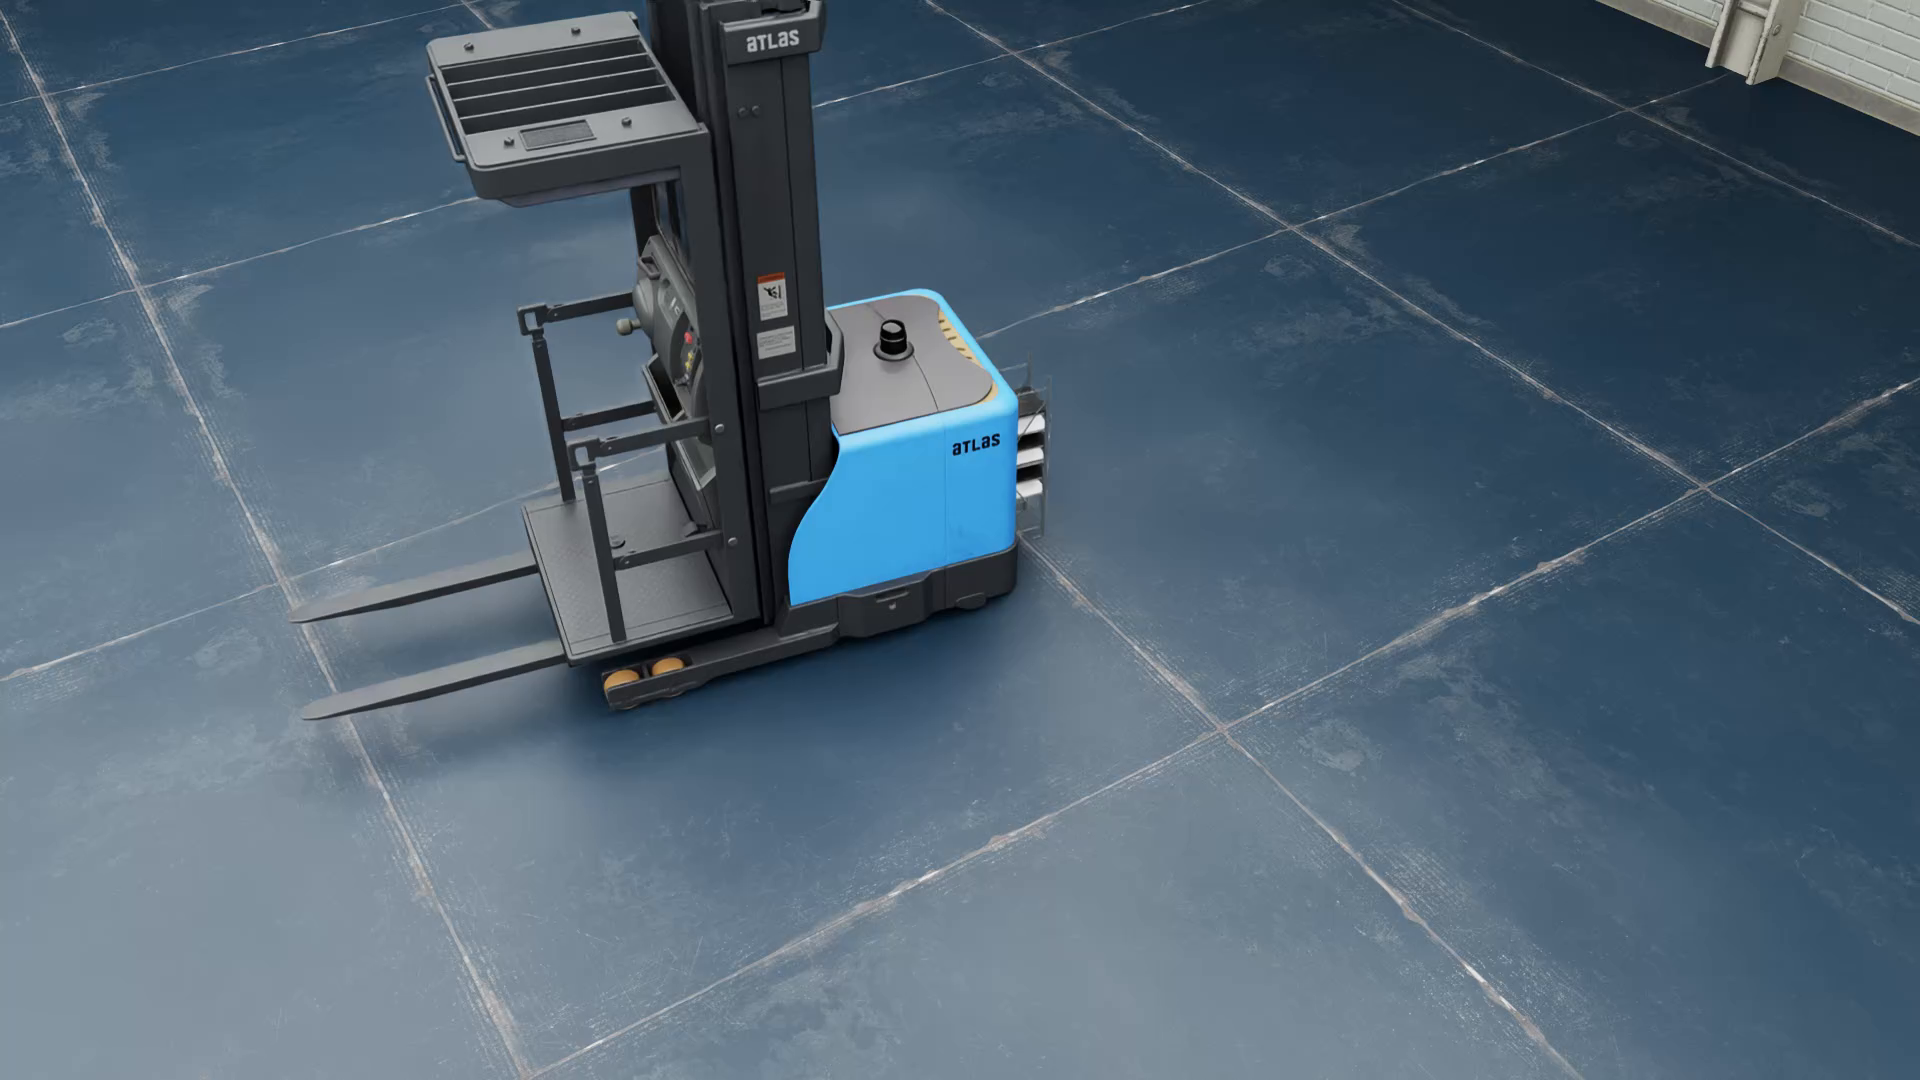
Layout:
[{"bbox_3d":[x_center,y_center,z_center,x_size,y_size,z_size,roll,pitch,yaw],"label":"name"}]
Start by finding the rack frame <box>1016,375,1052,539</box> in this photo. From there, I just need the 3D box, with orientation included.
[{"bbox_3d":[0.283,-0.338,7.452,0.240,0.900,0.006,-14,42,-17],"label":"rack frame"}]

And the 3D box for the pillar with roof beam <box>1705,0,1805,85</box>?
[{"bbox_3d":[1.887,-5.290,7.068,9.100,9.000,0.400,-22,45,-24],"label":"pillar with roof beam"}]

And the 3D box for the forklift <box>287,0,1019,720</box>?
[{"bbox_3d":[-1.314,-0.807,6.429,3.031,2.935,1.130,-14,42,-17],"label":"forklift"}]

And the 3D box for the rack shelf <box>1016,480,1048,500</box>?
[{"bbox_3d":[0.245,-0.234,7.661,0.258,0.077,0.200,-14,42,-17],"label":"rack shelf"}]

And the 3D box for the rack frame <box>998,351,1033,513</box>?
[{"bbox_3d":[0.208,-0.459,7.597,0.240,0.900,0.006,-14,42,-17],"label":"rack frame"}]

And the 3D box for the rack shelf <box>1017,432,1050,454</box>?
[{"bbox_3d":[0.246,-0.442,7.488,0.258,0.077,0.200,-14,42,-17],"label":"rack shelf"}]

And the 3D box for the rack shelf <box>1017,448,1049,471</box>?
[{"bbox_3d":[0.245,-0.373,7.546,0.258,0.077,0.200,-14,42,-17],"label":"rack shelf"}]

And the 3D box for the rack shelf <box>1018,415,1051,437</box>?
[{"bbox_3d":[0.246,-0.511,7.430,0.258,0.077,0.200,-14,42,-17],"label":"rack shelf"}]

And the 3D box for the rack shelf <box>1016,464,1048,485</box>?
[{"bbox_3d":[0.245,-0.303,7.603,0.258,0.077,0.200,-14,42,-17],"label":"rack shelf"}]

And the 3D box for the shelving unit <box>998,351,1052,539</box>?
[{"bbox_3d":[0.245,-0.398,7.524,0.258,0.900,0.210,-14,42,-17],"label":"shelving unit"}]

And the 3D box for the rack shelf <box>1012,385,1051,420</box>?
[{"bbox_3d":[0.246,-0.580,7.373,0.258,0.077,0.200,-14,42,-17],"label":"rack shelf"}]
